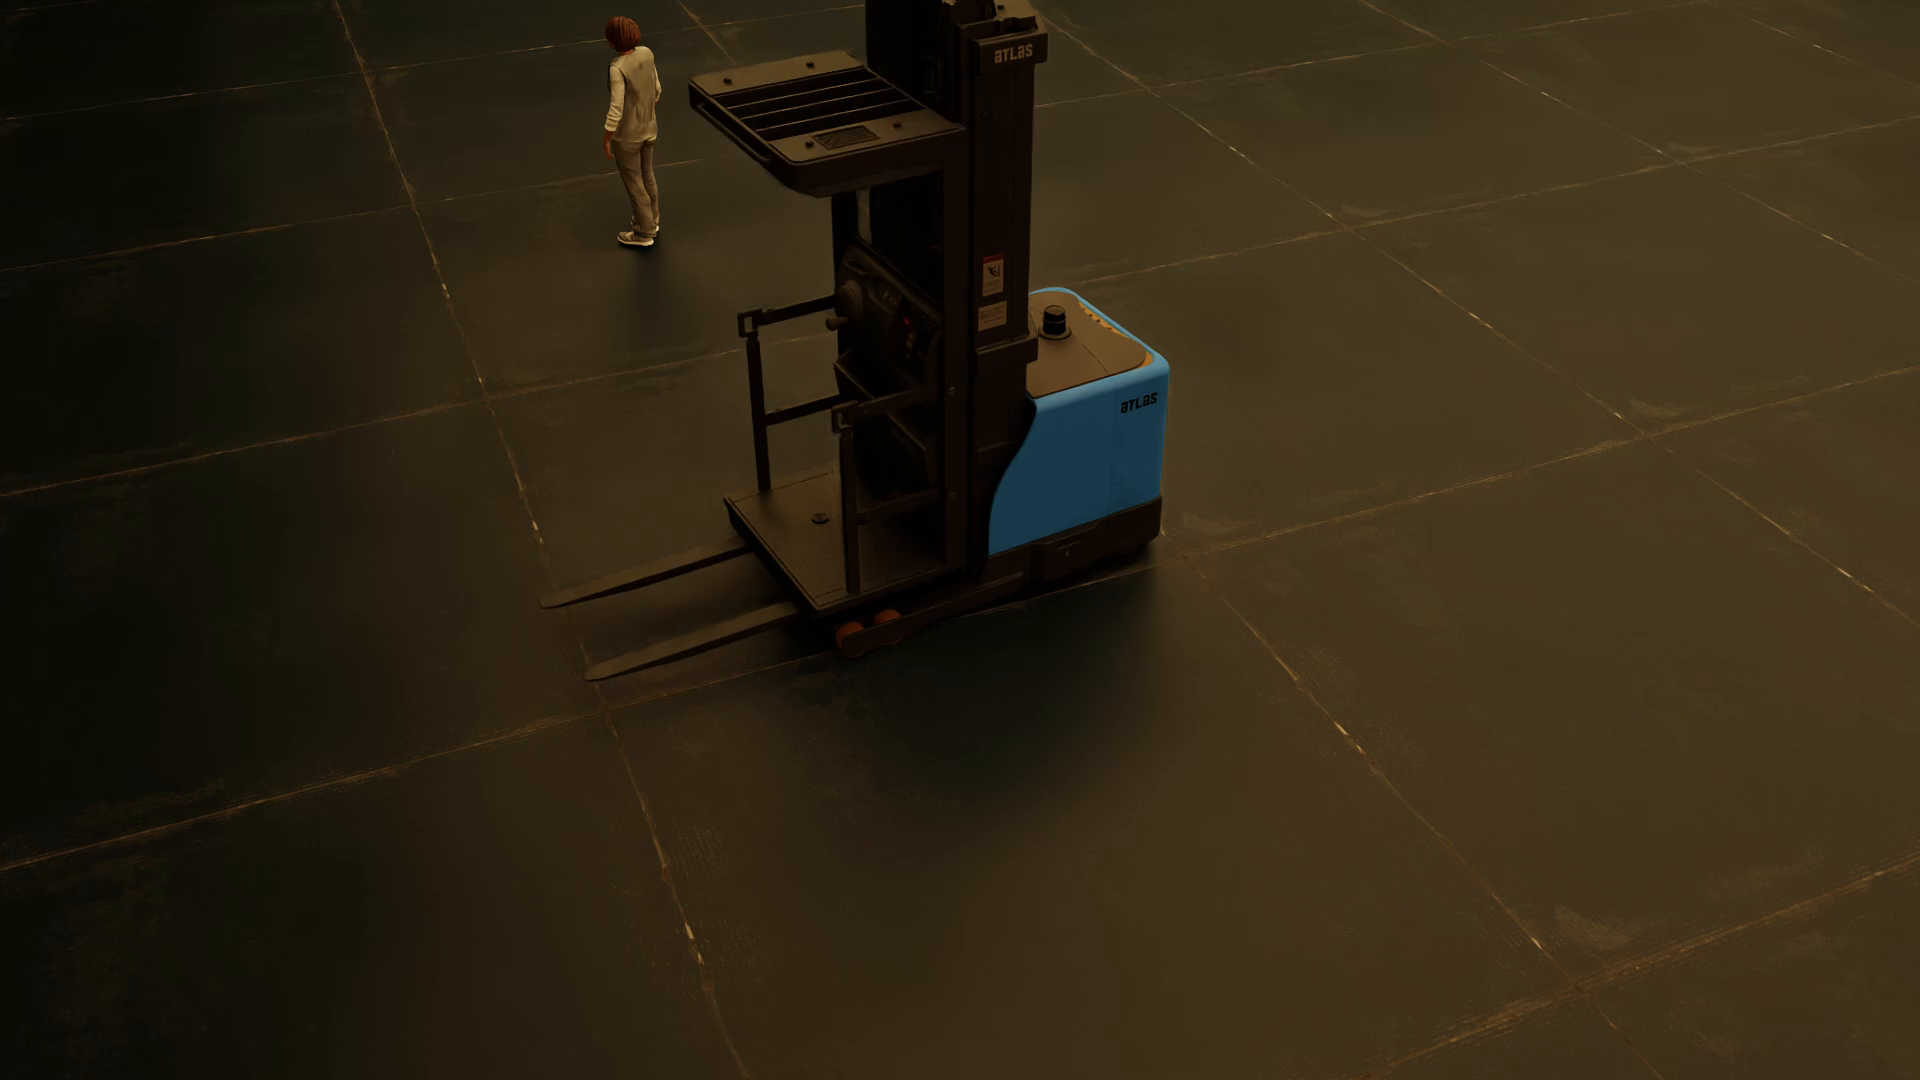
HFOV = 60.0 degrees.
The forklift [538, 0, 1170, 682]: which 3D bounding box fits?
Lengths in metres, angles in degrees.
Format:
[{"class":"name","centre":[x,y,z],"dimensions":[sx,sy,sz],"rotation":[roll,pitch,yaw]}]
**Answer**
[{"class":"forklift","centre":[-0.509,-0.991,7.492],"dimensions":[3.031,2.935,1.130],"rotation":[-18,39,-24]}]

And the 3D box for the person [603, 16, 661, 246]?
[{"class":"person","centre":[-2.224,-2.716,11.057],"dimensions":[0.475,1.597,0.520],"rotation":[19,39,24]}]
